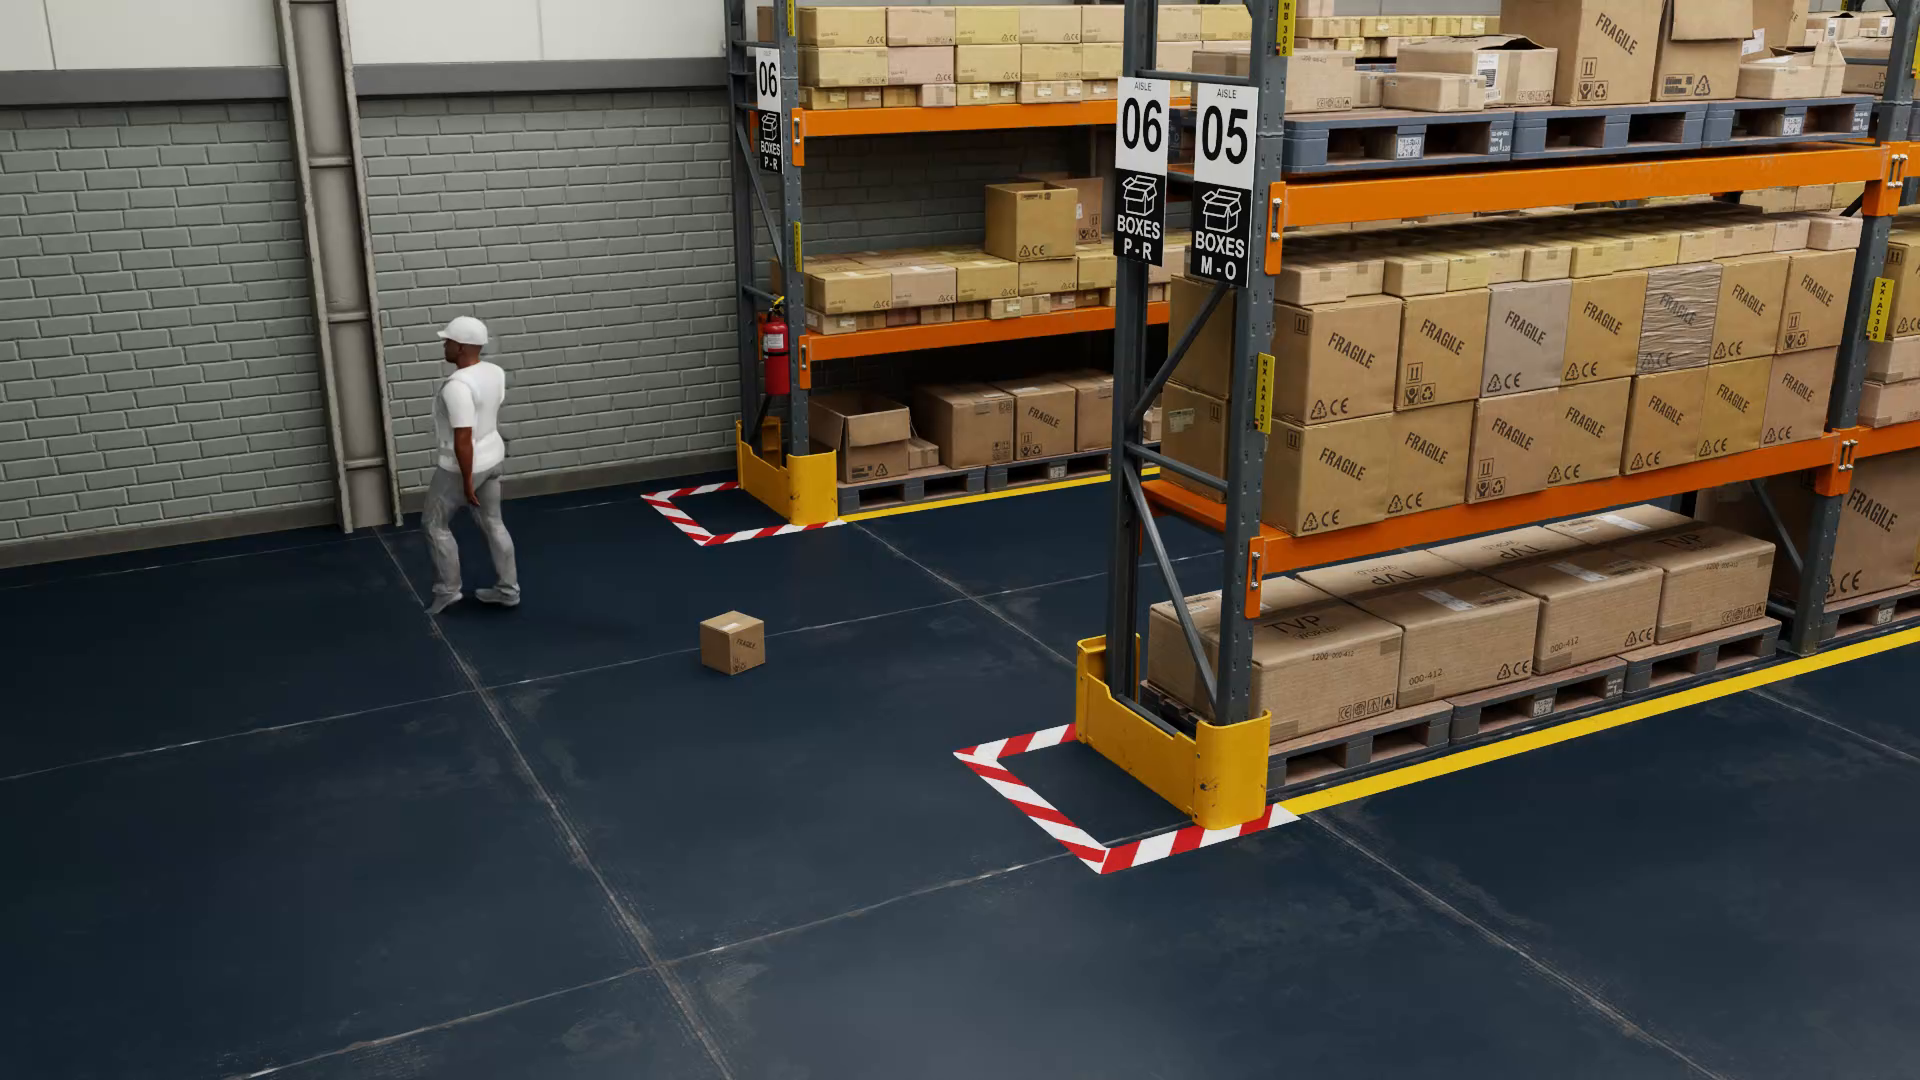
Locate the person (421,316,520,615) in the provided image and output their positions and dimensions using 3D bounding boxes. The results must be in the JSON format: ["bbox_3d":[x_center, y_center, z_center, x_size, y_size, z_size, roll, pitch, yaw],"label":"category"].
[{"bbox_3d":[-2.926,-0.417,9.826,0.580,1.829,0.568,6,19,17],"label":"person"}]
